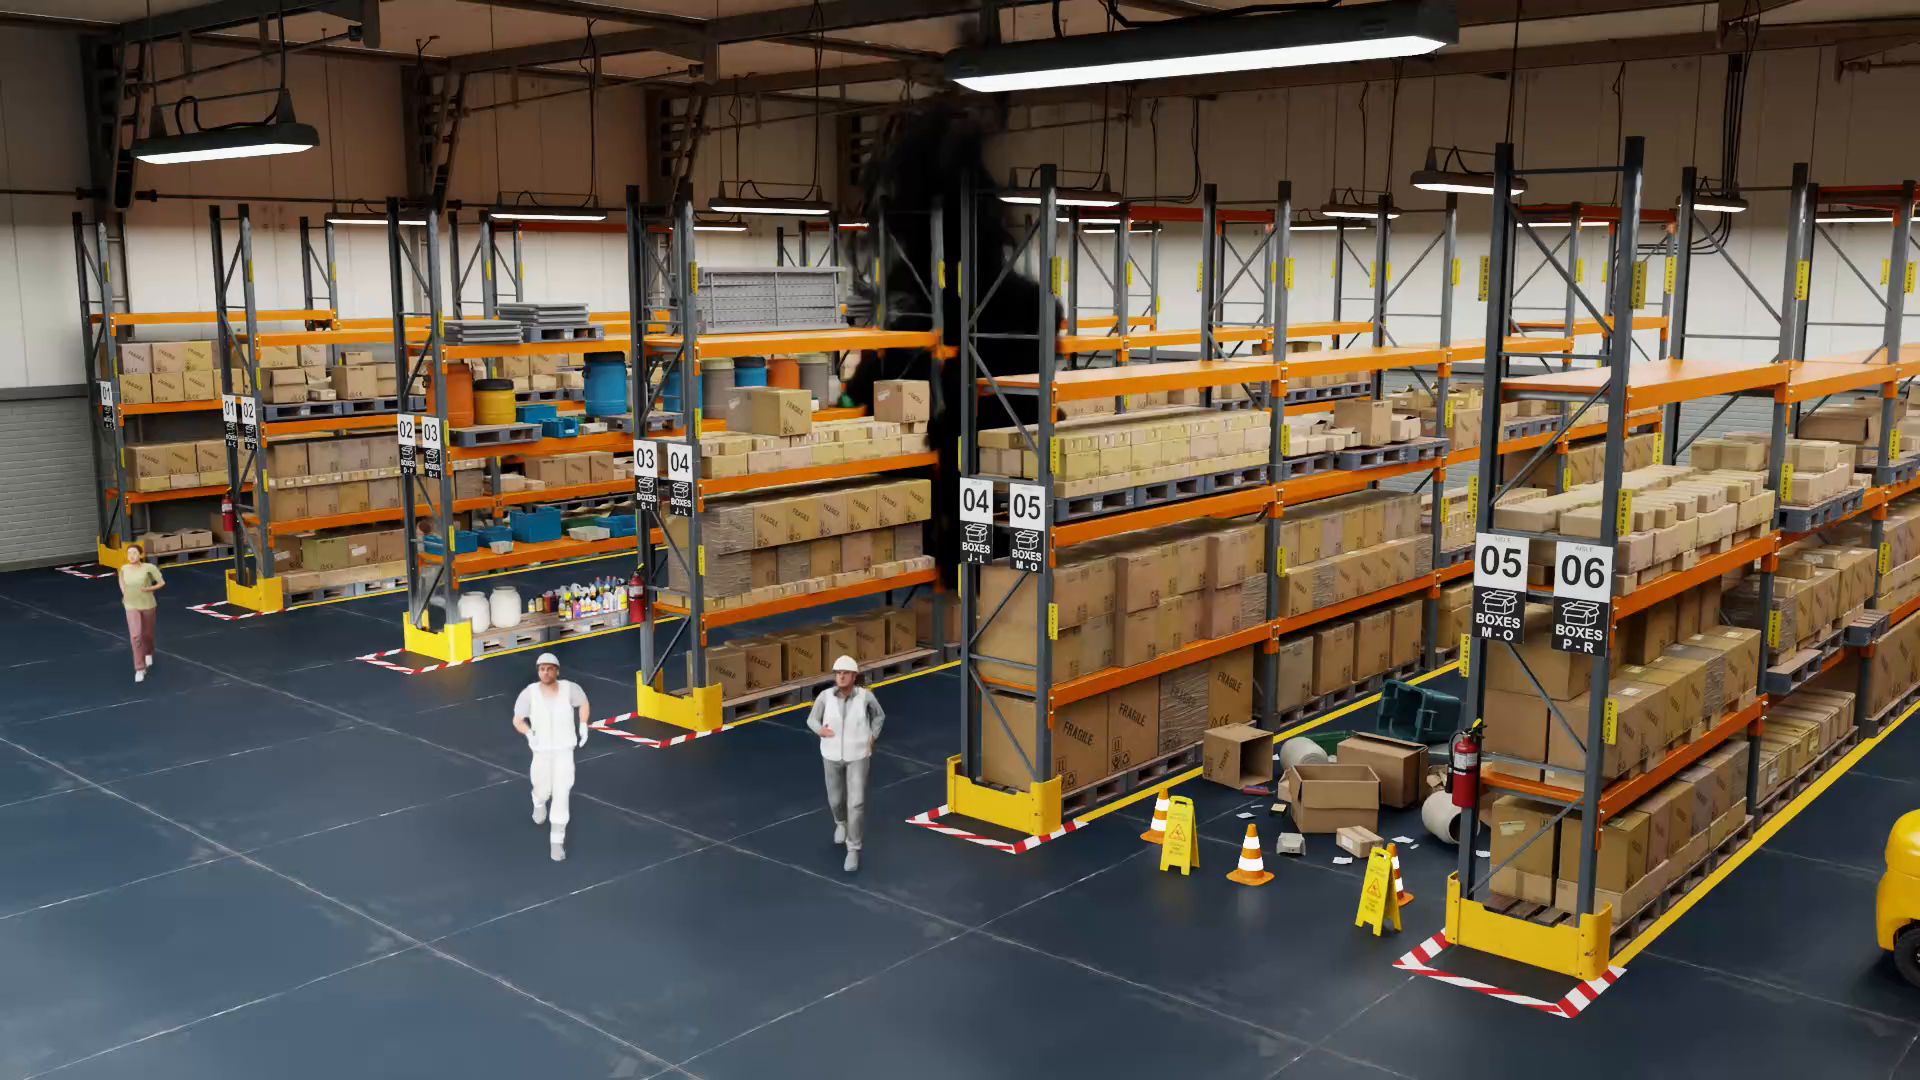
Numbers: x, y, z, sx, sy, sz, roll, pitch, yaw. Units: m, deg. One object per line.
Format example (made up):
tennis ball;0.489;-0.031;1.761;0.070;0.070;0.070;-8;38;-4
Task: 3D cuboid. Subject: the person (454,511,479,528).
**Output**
person;-8.975;-0.708;30.256;0.692;1.769;0.812;8;13;41

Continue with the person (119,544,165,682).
person;-10.307;0.873;20.980;0.561;1.688;0.897;-3;10;-18

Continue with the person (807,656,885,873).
person;-1.007;1.894;14.504;0.663;1.797;0.841;1;10;7

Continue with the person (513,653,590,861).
person;-3.622;1.858;14.798;0.667;1.784;0.940;-2;10;-13

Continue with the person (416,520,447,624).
person;-7.493;0.494;23.494;0.557;1.589;0.746;7;12;36
